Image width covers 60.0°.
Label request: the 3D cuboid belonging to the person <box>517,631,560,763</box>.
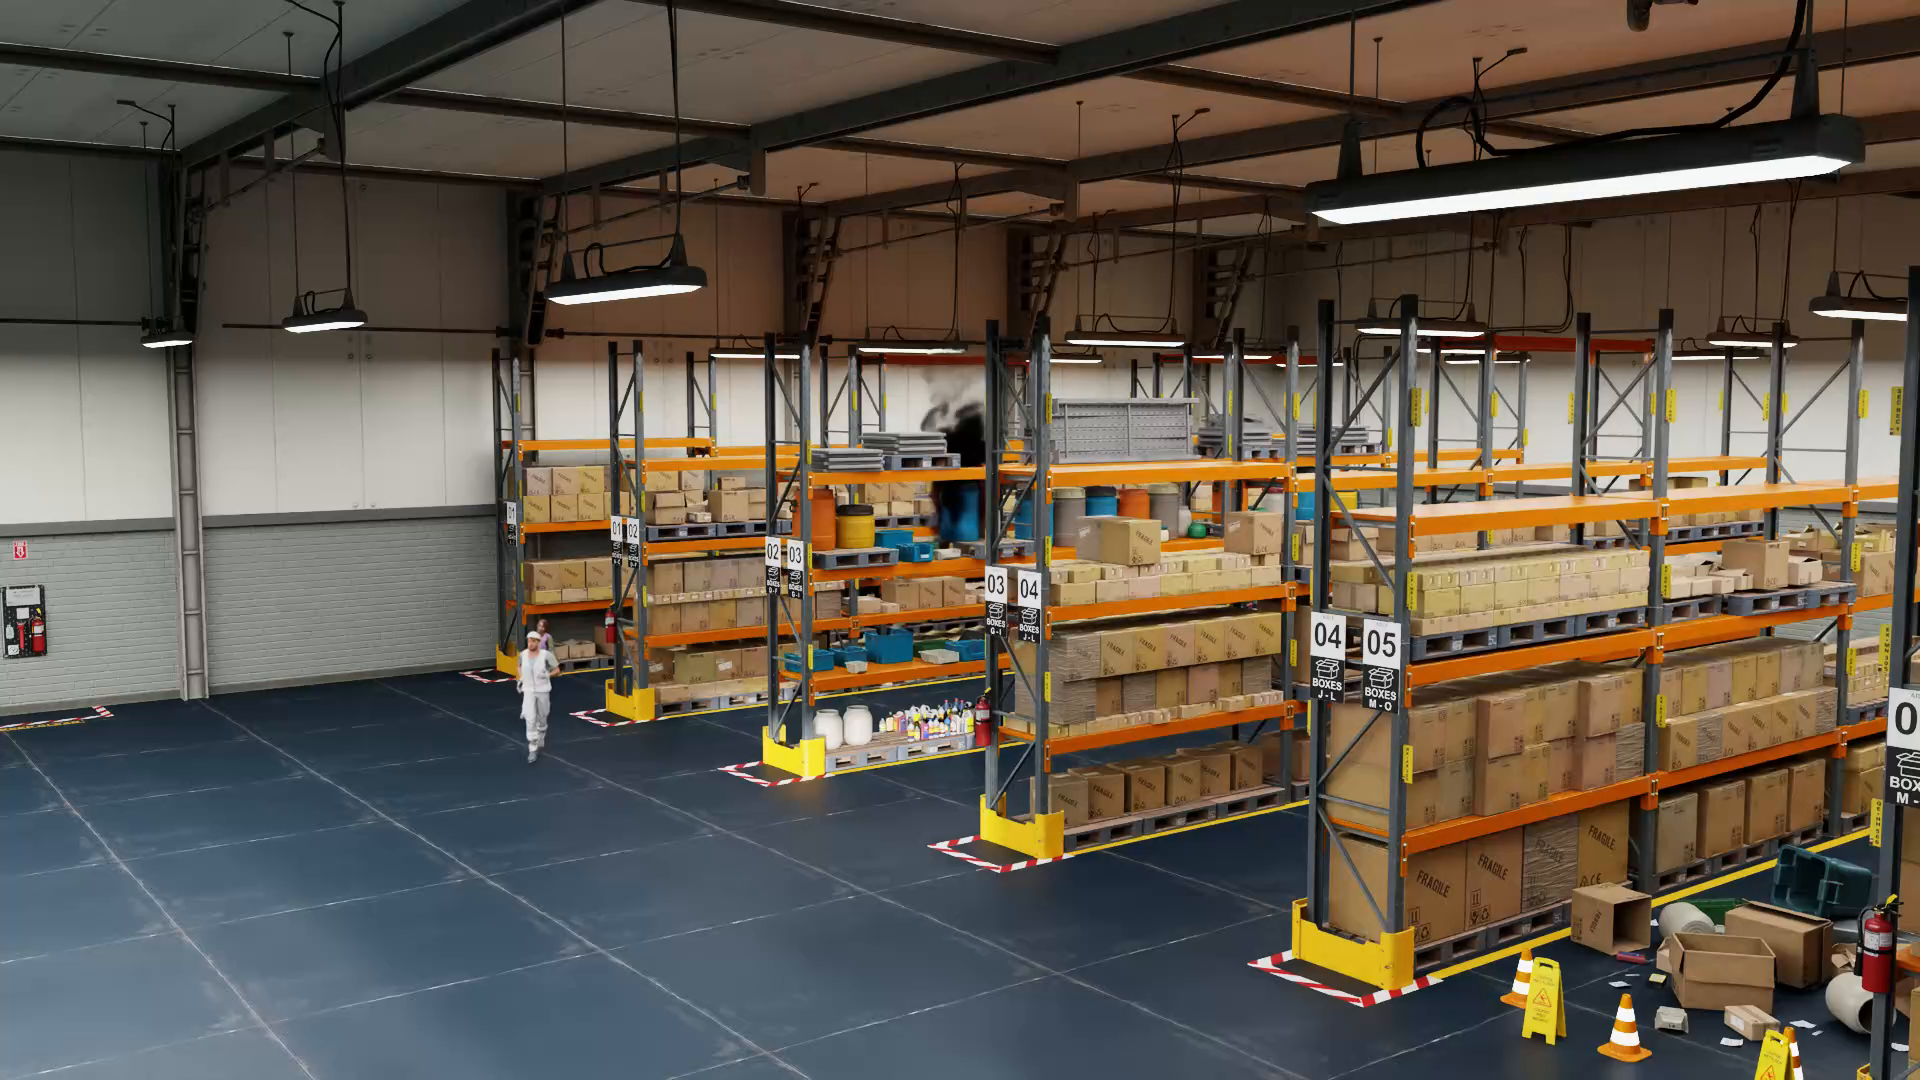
[{"bbox_3d":[-6.007,2.187,23.682,0.633,1.804,0.928,-1,5,-7],"label":"person"}]

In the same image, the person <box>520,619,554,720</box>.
[{"bbox_3d":[-6.716,2.057,26.578,0.533,1.612,0.649,0,5,5],"label":"person"}]

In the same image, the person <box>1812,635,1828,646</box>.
[{"bbox_3d":[12.227,2.220,23.693,0.772,1.755,0.686,-4,7,-40],"label":"person"}]

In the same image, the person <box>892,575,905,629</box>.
[{"bbox_3d":[-1.192,1.517,32.063,0.726,1.740,0.590,-4,7,-41],"label":"person"}]
